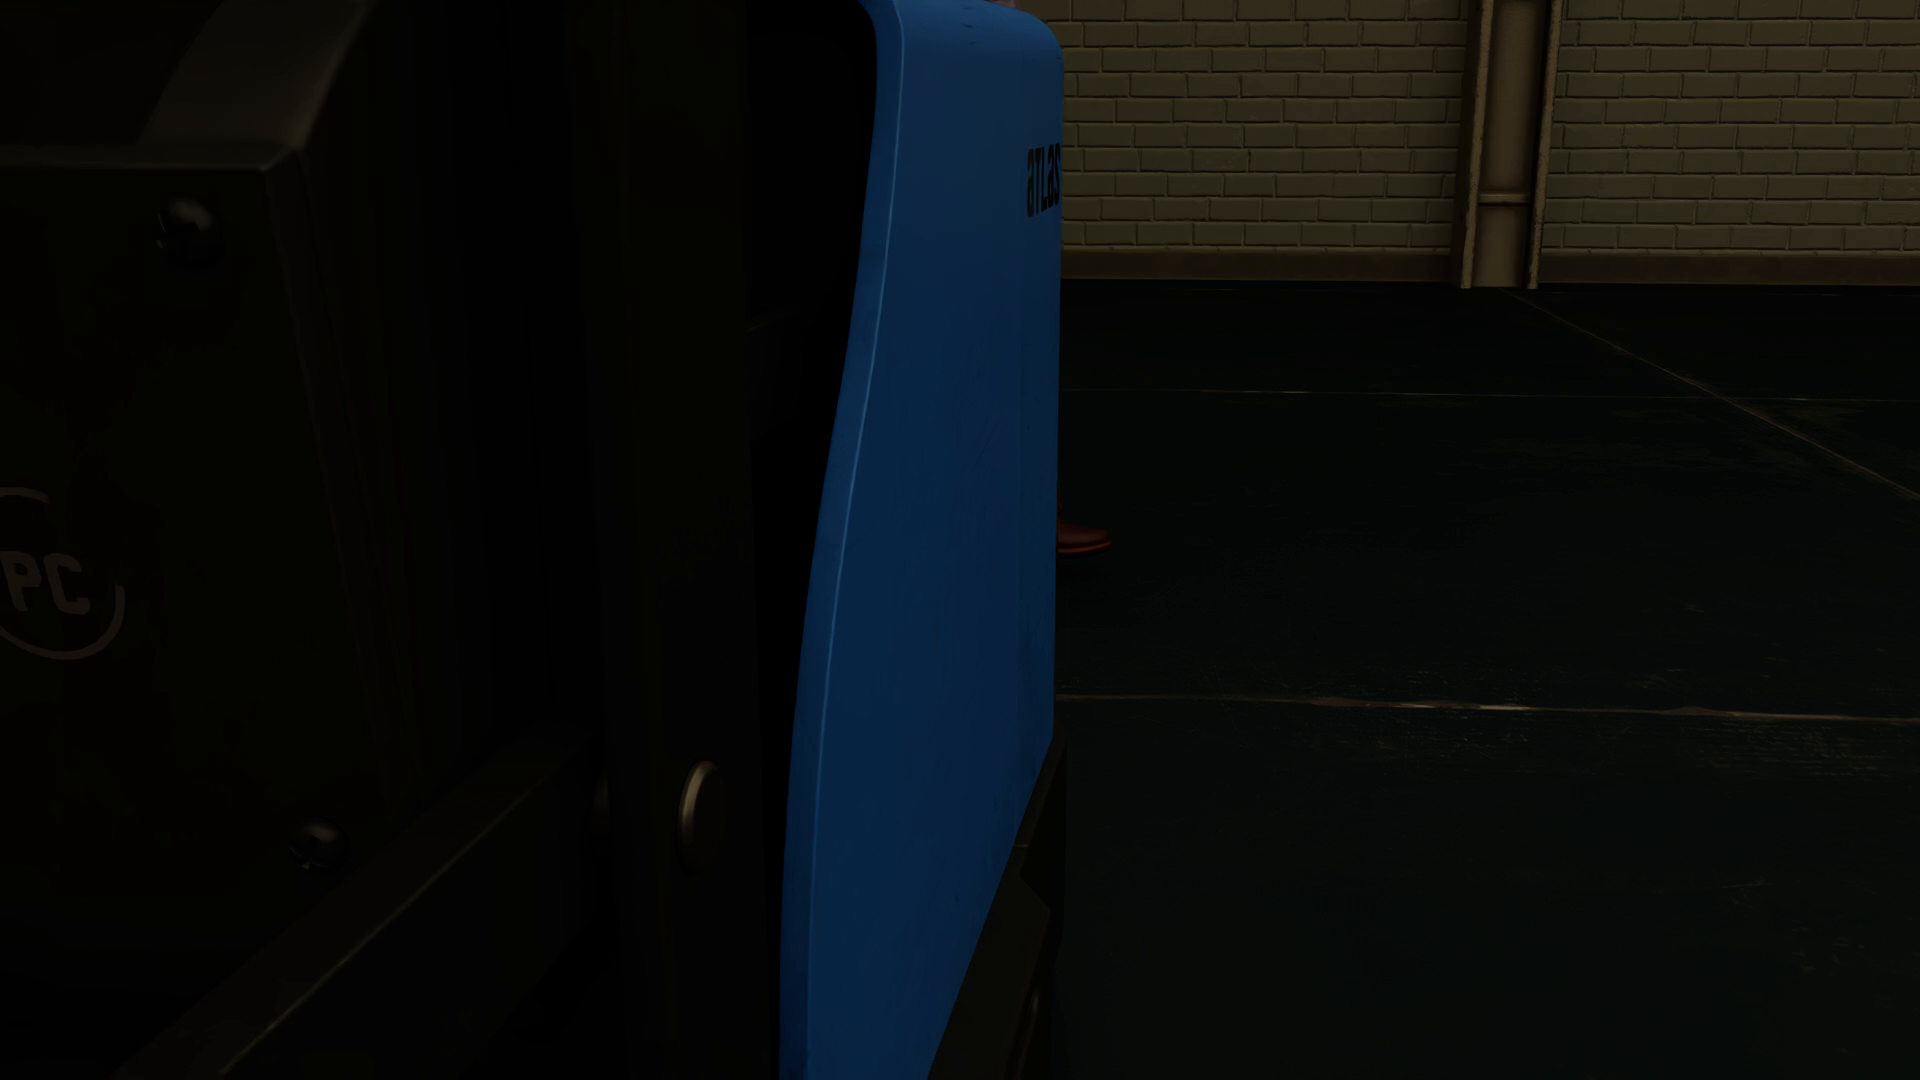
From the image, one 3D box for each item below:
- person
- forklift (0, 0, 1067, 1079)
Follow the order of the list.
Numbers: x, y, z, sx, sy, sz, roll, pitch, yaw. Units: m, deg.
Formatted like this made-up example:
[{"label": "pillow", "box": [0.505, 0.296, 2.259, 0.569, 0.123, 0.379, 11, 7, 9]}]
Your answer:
[{"label": "person", "box": [0.087, -0.834, 3.556, 0.503, 1.651, 0.598, 1, 15, 4]}, {"label": "forklift", "box": [-0.668, -0.559, 0.280, 1.130, 2.935, 3.031, 3, 15, 11]}]
